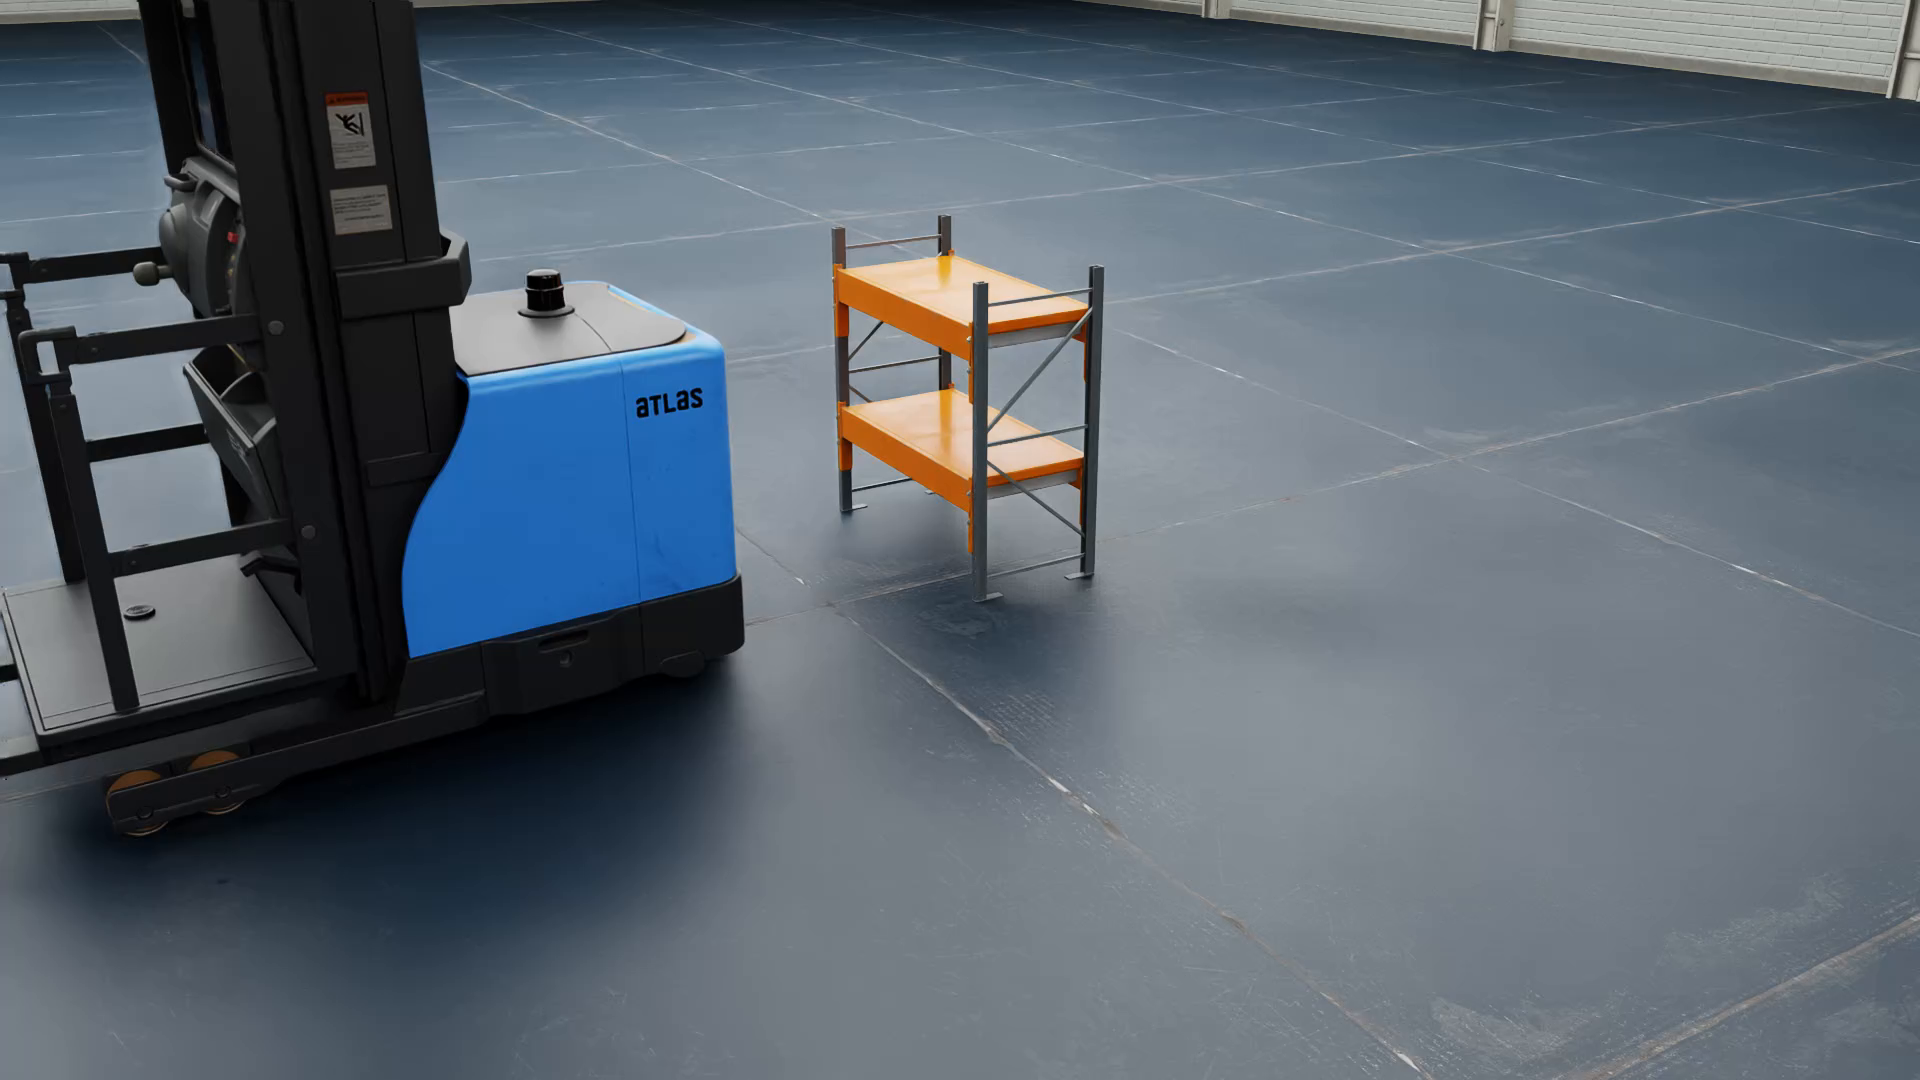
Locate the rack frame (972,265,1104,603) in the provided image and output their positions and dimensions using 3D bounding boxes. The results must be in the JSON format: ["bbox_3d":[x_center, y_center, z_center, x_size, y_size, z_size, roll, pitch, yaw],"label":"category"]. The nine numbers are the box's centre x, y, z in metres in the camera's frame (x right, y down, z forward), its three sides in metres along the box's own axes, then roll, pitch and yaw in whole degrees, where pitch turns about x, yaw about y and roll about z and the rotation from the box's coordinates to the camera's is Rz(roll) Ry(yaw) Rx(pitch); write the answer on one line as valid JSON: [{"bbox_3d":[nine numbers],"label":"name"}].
[{"bbox_3d":[0.263,-0.354,5.689,0.500,1.125,0.032,-13,25,-28],"label":"rack frame"}]

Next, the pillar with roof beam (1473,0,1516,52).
[{"bbox_3d":[3.639,-10.112,19.239,9.100,9.000,0.400,-13,25,-28],"label":"pillar with roof beam"}]

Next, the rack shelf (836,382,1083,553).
[{"bbox_3d":[0.003,-0.292,6.186,0.538,0.278,1.000,-13,25,-28],"label":"rack shelf"}]

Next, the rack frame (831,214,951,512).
[{"bbox_3d":[-0.256,-0.683,6.499,0.500,1.125,0.032,-13,25,-28],"label":"rack frame"}]

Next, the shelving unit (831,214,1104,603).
[{"bbox_3d":[0.003,-0.519,6.094,0.538,1.125,1.048,-13,25,-28],"label":"shelving unit"}]

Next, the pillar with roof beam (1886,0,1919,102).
[{"bbox_3d":[6.704,-8.170,14.461,9.100,9.000,0.400,-13,25,-28],"label":"pillar with roof beam"}]

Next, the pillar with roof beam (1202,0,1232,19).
[{"bbox_3d":[0.574,-12.054,24.018,9.100,9.000,0.400,-13,25,-28],"label":"pillar with roof beam"}]

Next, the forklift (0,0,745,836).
[{"bbox_3d":[-2.201,-0.804,4.398,3.031,2.935,1.130,-14,26,-30],"label":"forklift"}]

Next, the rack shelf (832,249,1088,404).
[{"bbox_3d":[0.003,-0.790,5.984,0.538,0.278,1.000,-13,25,-28],"label":"rack shelf"}]
